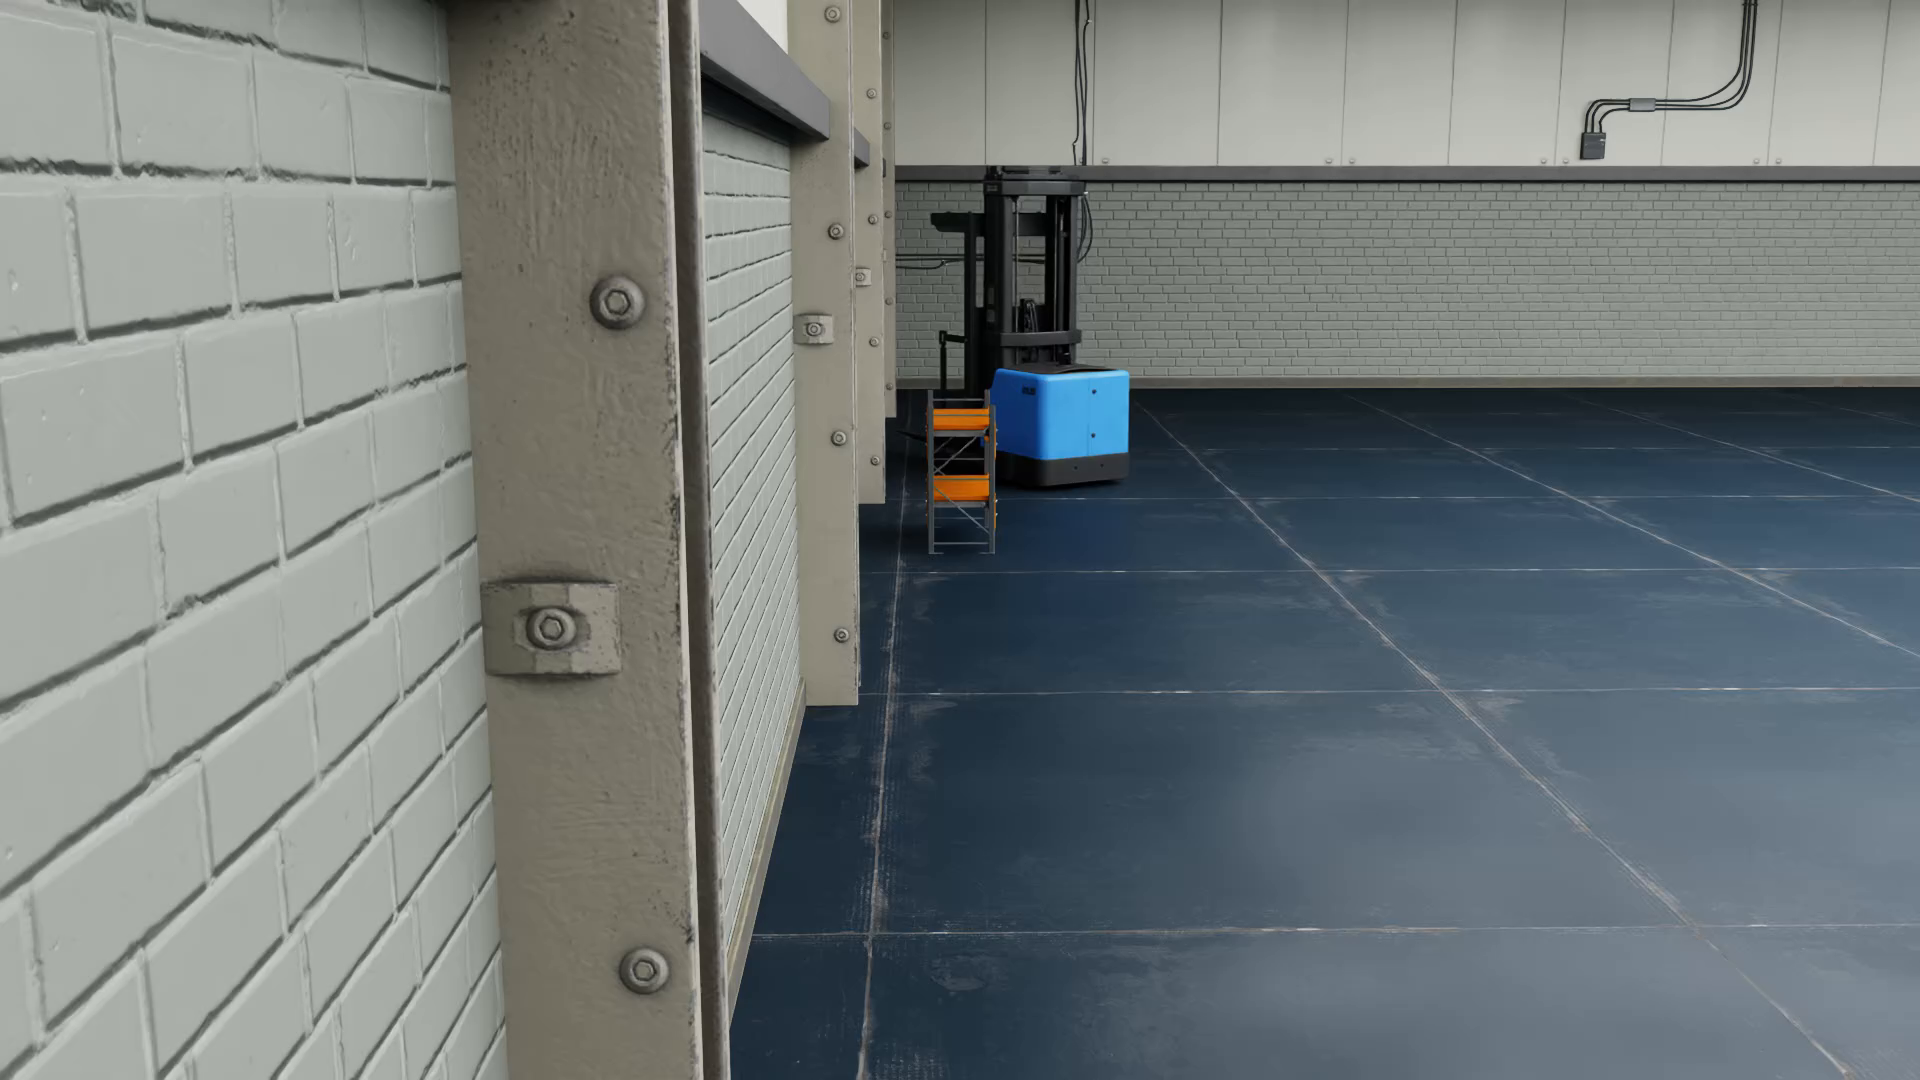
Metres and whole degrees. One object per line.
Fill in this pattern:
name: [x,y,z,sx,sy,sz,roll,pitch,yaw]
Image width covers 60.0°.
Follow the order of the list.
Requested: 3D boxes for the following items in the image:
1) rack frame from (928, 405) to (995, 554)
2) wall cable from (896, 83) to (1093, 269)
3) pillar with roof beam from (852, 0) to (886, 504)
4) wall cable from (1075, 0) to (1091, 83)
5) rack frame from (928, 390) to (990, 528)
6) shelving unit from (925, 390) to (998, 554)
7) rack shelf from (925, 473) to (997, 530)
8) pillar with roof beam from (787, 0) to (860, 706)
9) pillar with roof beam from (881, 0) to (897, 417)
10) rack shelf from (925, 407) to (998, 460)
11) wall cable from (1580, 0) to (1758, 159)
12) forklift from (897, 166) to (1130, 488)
rack frame: [0.011,-0.449,12.443,0.500,1.125,0.032,0,11,-1]
wall cable: [0.315,-5.033,23.044,3.097,2.526,0.112,0,11,-1]
pillar with roof beam: [3.482,-4.789,14.030,9.100,9.000,0.400,0,11,-1]
wall cable: [3.019,-7.519,22.597,3.097,2.526,0.112,0,11,-1]
rack frame: [-0.010,-0.651,13.439,0.500,1.125,0.032,0,11,-1]
shelving unit: [0.000,-0.550,12.941,0.538,1.125,1.048,0,11,-1]
rack shelf: [0.000,-0.310,12.989,0.538,0.278,1.000,0,11,-1]
pillar with roof beam: [3.606,-3.596,8.151,9.100,9.000,0.400,0,11,-1]
pillar with roof beam: [3.358,-5.981,19.909,9.100,9.000,0.400,0,11,-1]
rack shelf: [0.000,-0.837,12.882,0.538,0.278,1.000,0,11,-1]
wall cable: [9.806,-8.257,22.574,2.305,6.003,0.169,0,11,-1]
forklift: [0.398,-2.159,16.331,1.130,2.935,3.031,-7,13,-30]
